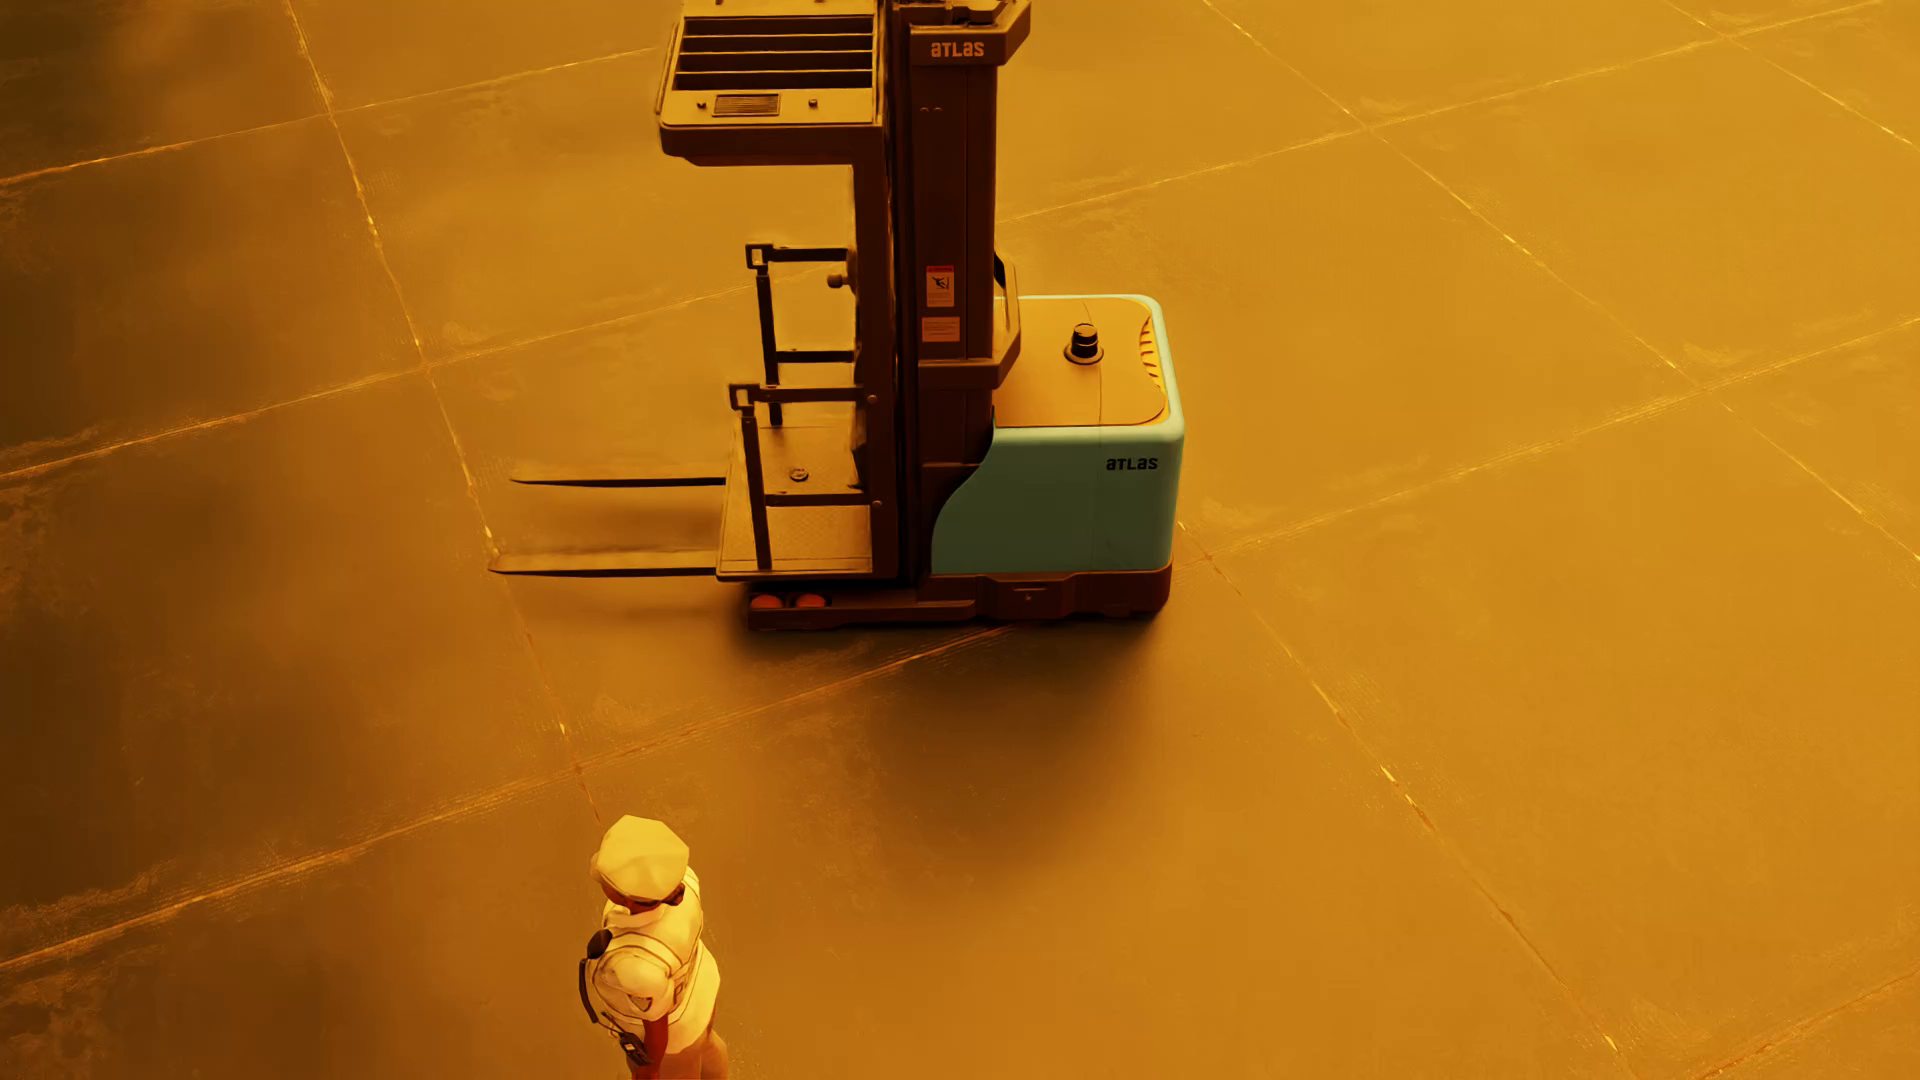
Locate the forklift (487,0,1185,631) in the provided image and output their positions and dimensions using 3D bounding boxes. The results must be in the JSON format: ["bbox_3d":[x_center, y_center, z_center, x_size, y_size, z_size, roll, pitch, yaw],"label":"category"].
[{"bbox_3d":[-0.591,-1.034,6.788,3.031,2.935,1.130,-1,43,-1],"label":"forklift"}]

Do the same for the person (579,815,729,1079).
[{"bbox_3d":[-0.910,1.419,5.071,0.352,1.694,0.452,5,43,5],"label":"person"}]
